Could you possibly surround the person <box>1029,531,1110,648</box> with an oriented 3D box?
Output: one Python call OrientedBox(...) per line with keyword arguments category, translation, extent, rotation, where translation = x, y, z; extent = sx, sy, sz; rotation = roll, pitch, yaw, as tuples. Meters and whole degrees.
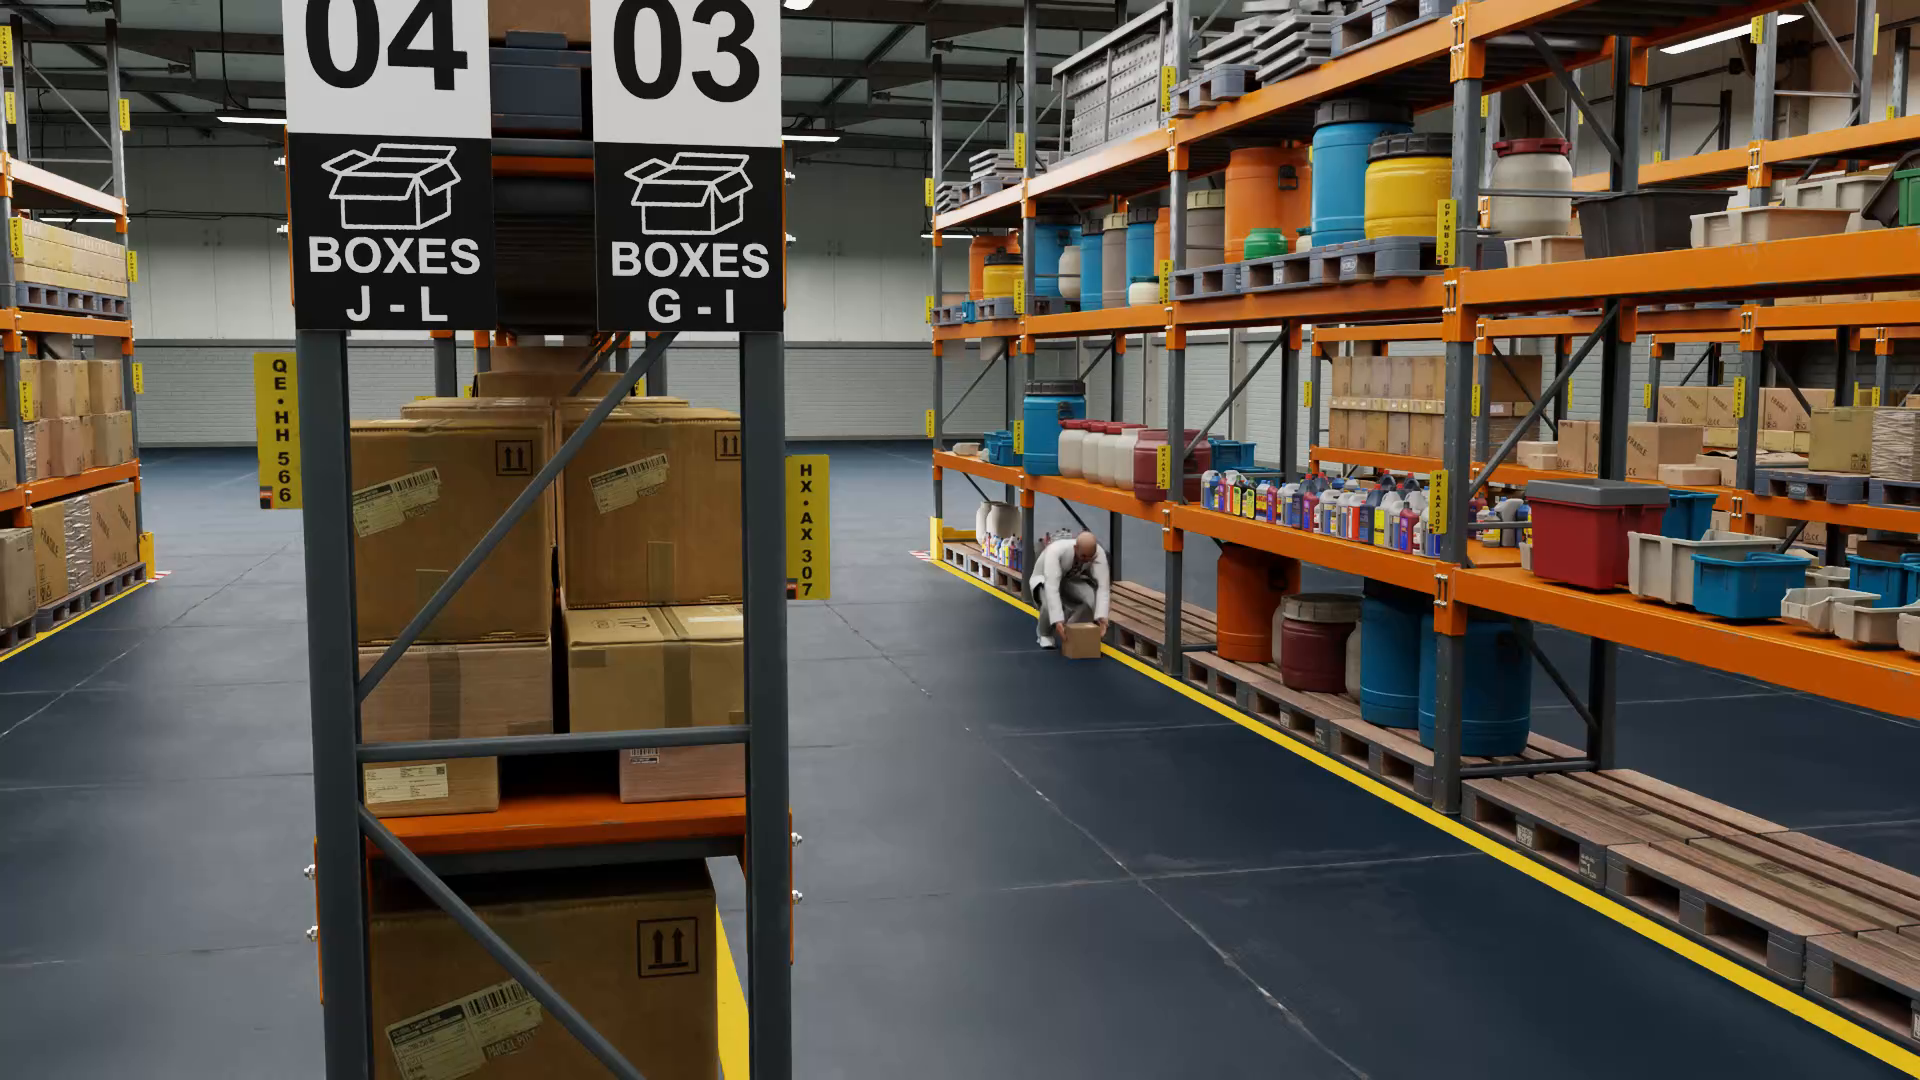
OrientedBox(category="person", translation=(0.904, 0.400, 13.790), extent=(0.610, 1.002, 0.903), rotation=(-1, 6, -14))
